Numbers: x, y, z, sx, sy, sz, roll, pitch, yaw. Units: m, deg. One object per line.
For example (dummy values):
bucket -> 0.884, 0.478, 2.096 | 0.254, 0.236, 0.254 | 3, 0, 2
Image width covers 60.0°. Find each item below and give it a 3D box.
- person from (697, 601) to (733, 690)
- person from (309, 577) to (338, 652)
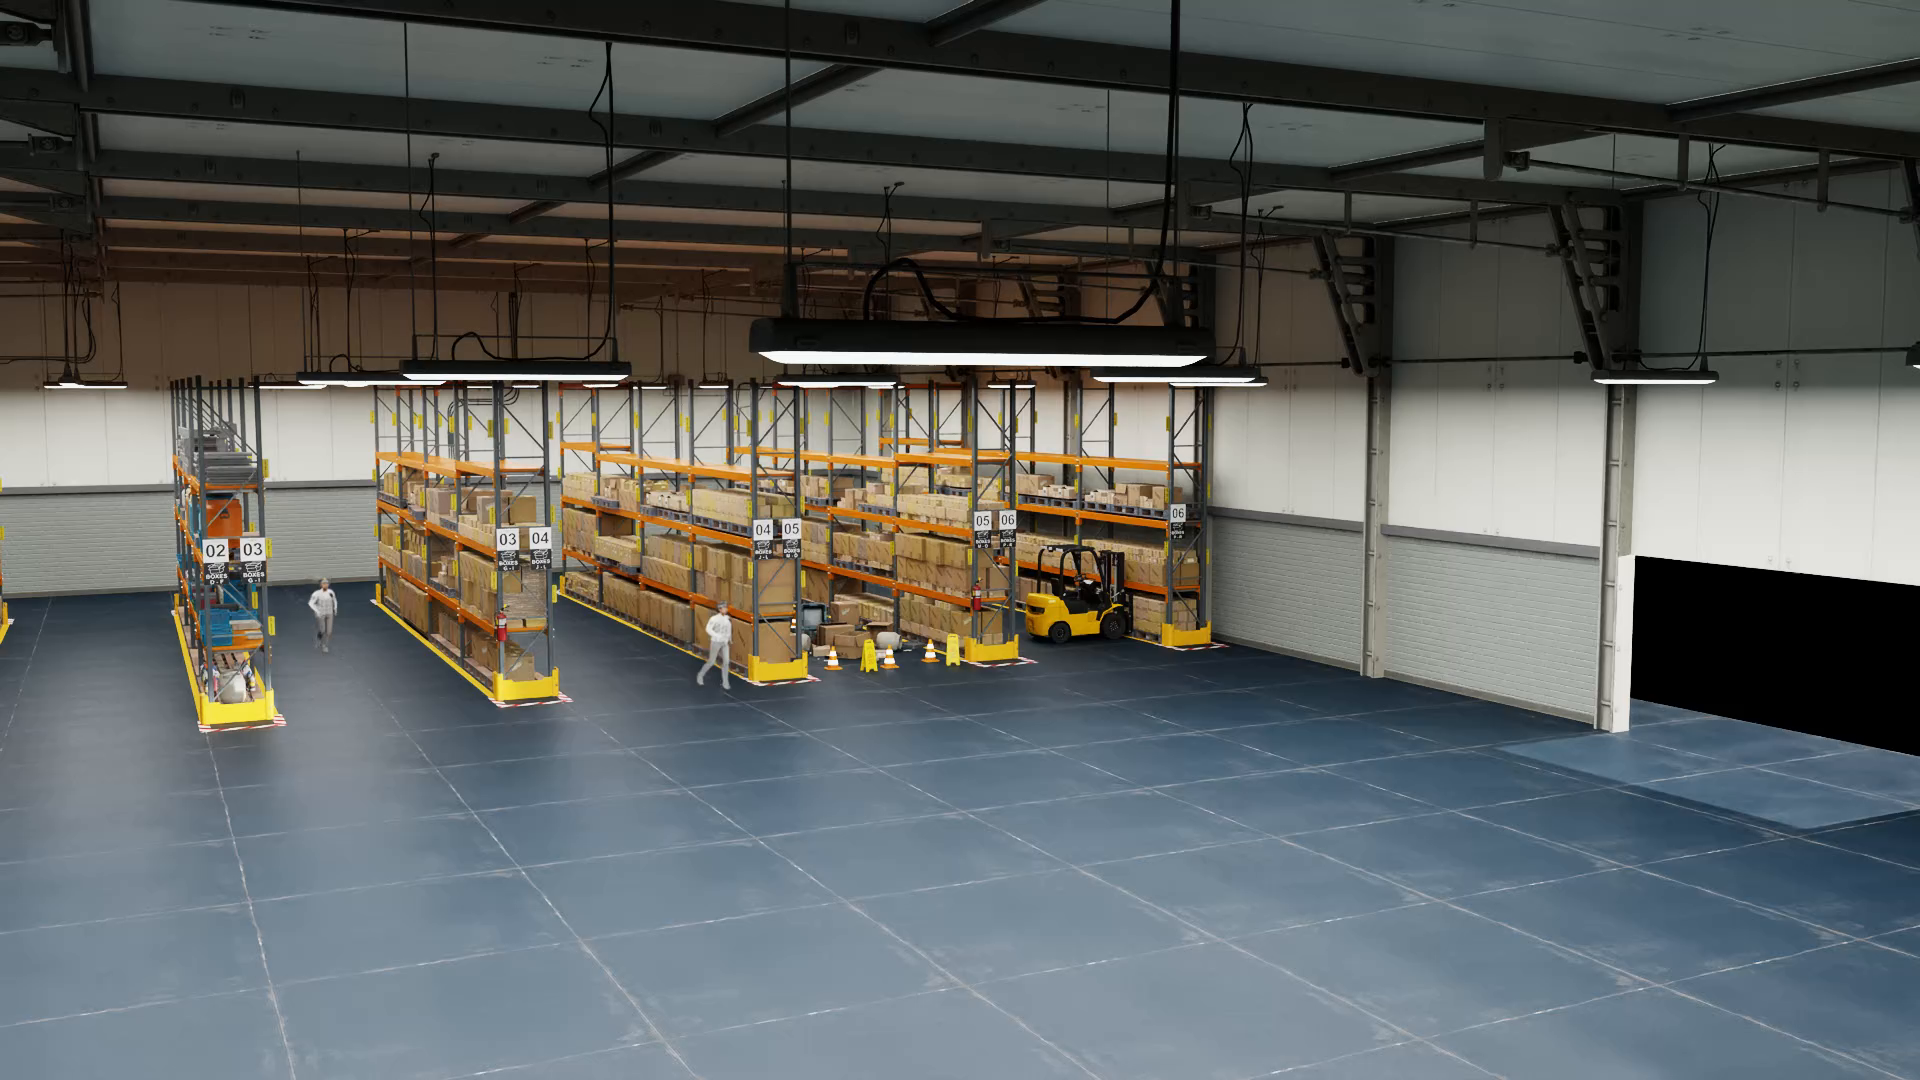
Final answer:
person -> -4.631, 2.013, 32.254 | 0.675, 1.673, 0.920 | -5, 7, -44
person -> -13.984, 1.642, 36.615 | 0.599, 1.652, 0.539 | -4, 6, -38
